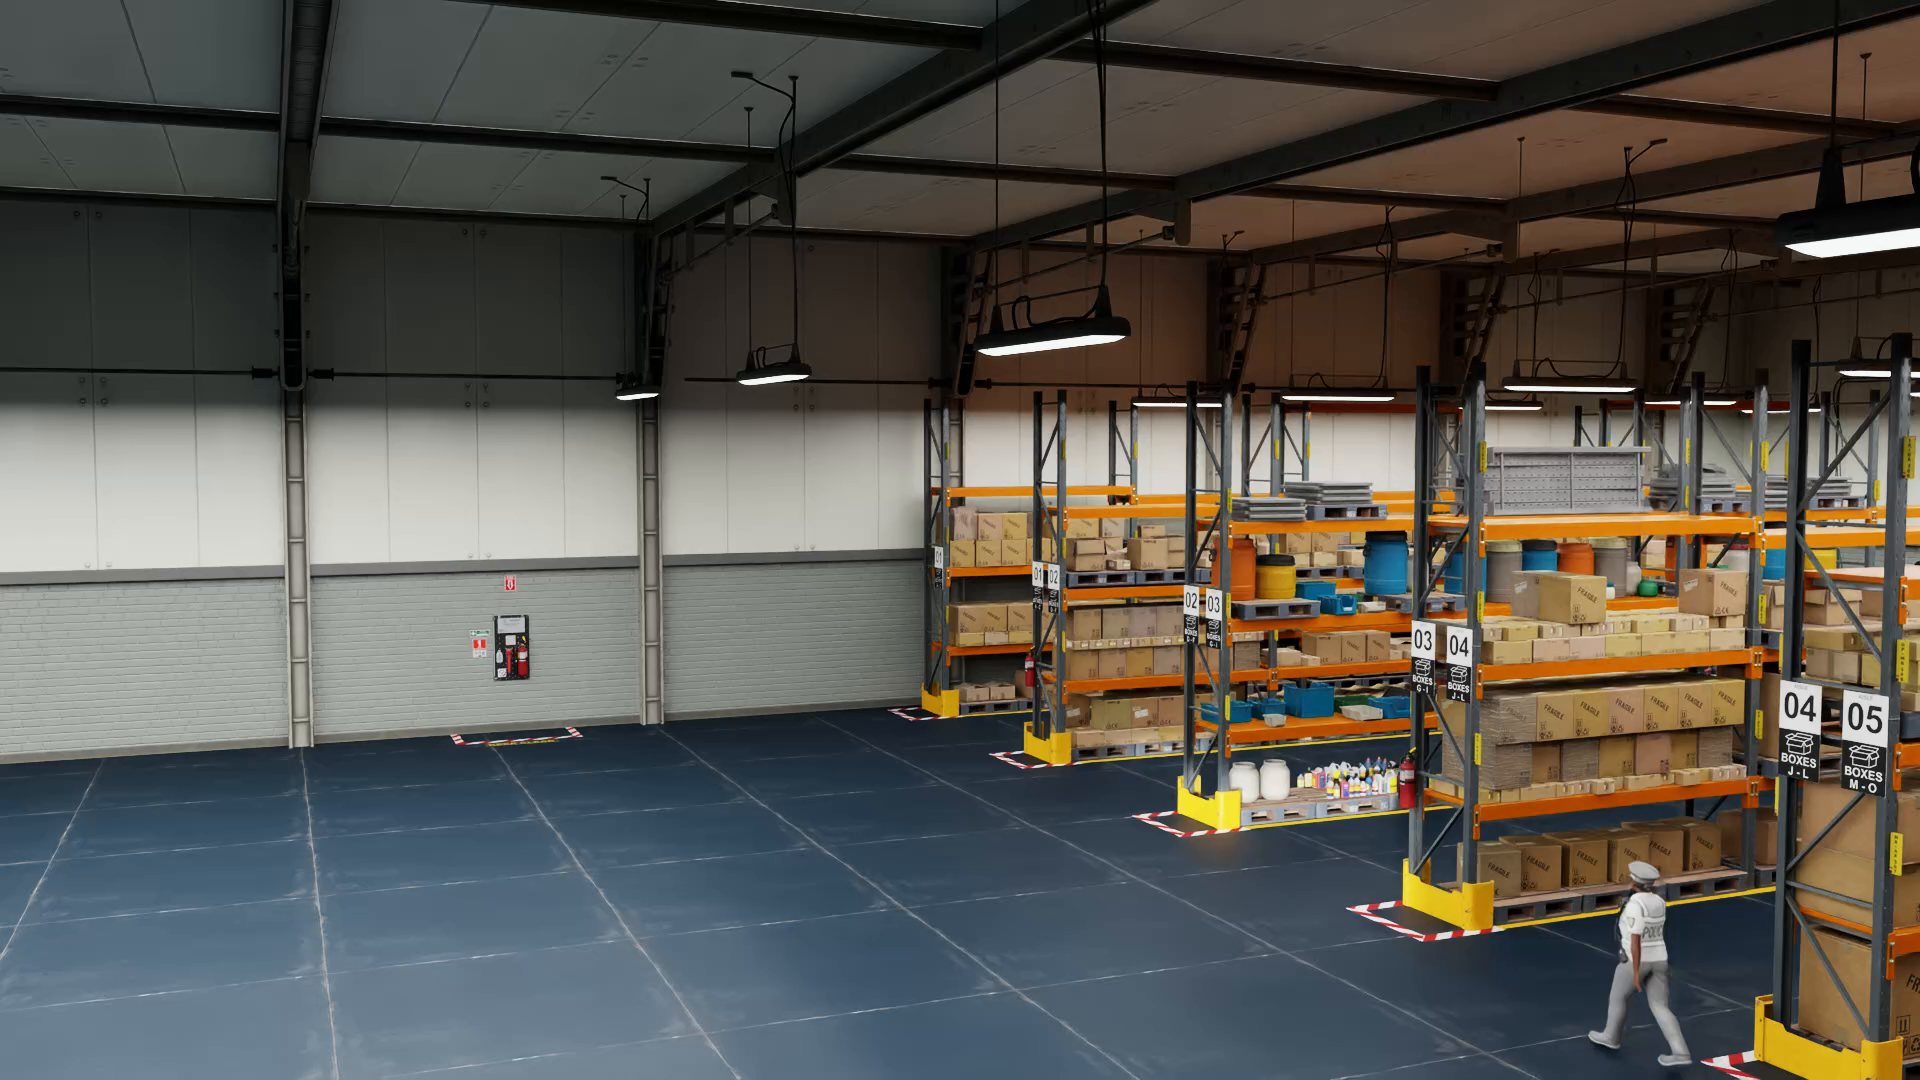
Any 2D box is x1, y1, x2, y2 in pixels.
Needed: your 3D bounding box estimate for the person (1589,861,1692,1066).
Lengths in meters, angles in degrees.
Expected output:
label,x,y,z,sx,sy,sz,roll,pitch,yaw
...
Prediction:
label,x,y,z,sx,sy,sz,roll,pitch,yaw
person,5.707,3.516,13.884,0.476,1.625,0.982,-1,4,-19
